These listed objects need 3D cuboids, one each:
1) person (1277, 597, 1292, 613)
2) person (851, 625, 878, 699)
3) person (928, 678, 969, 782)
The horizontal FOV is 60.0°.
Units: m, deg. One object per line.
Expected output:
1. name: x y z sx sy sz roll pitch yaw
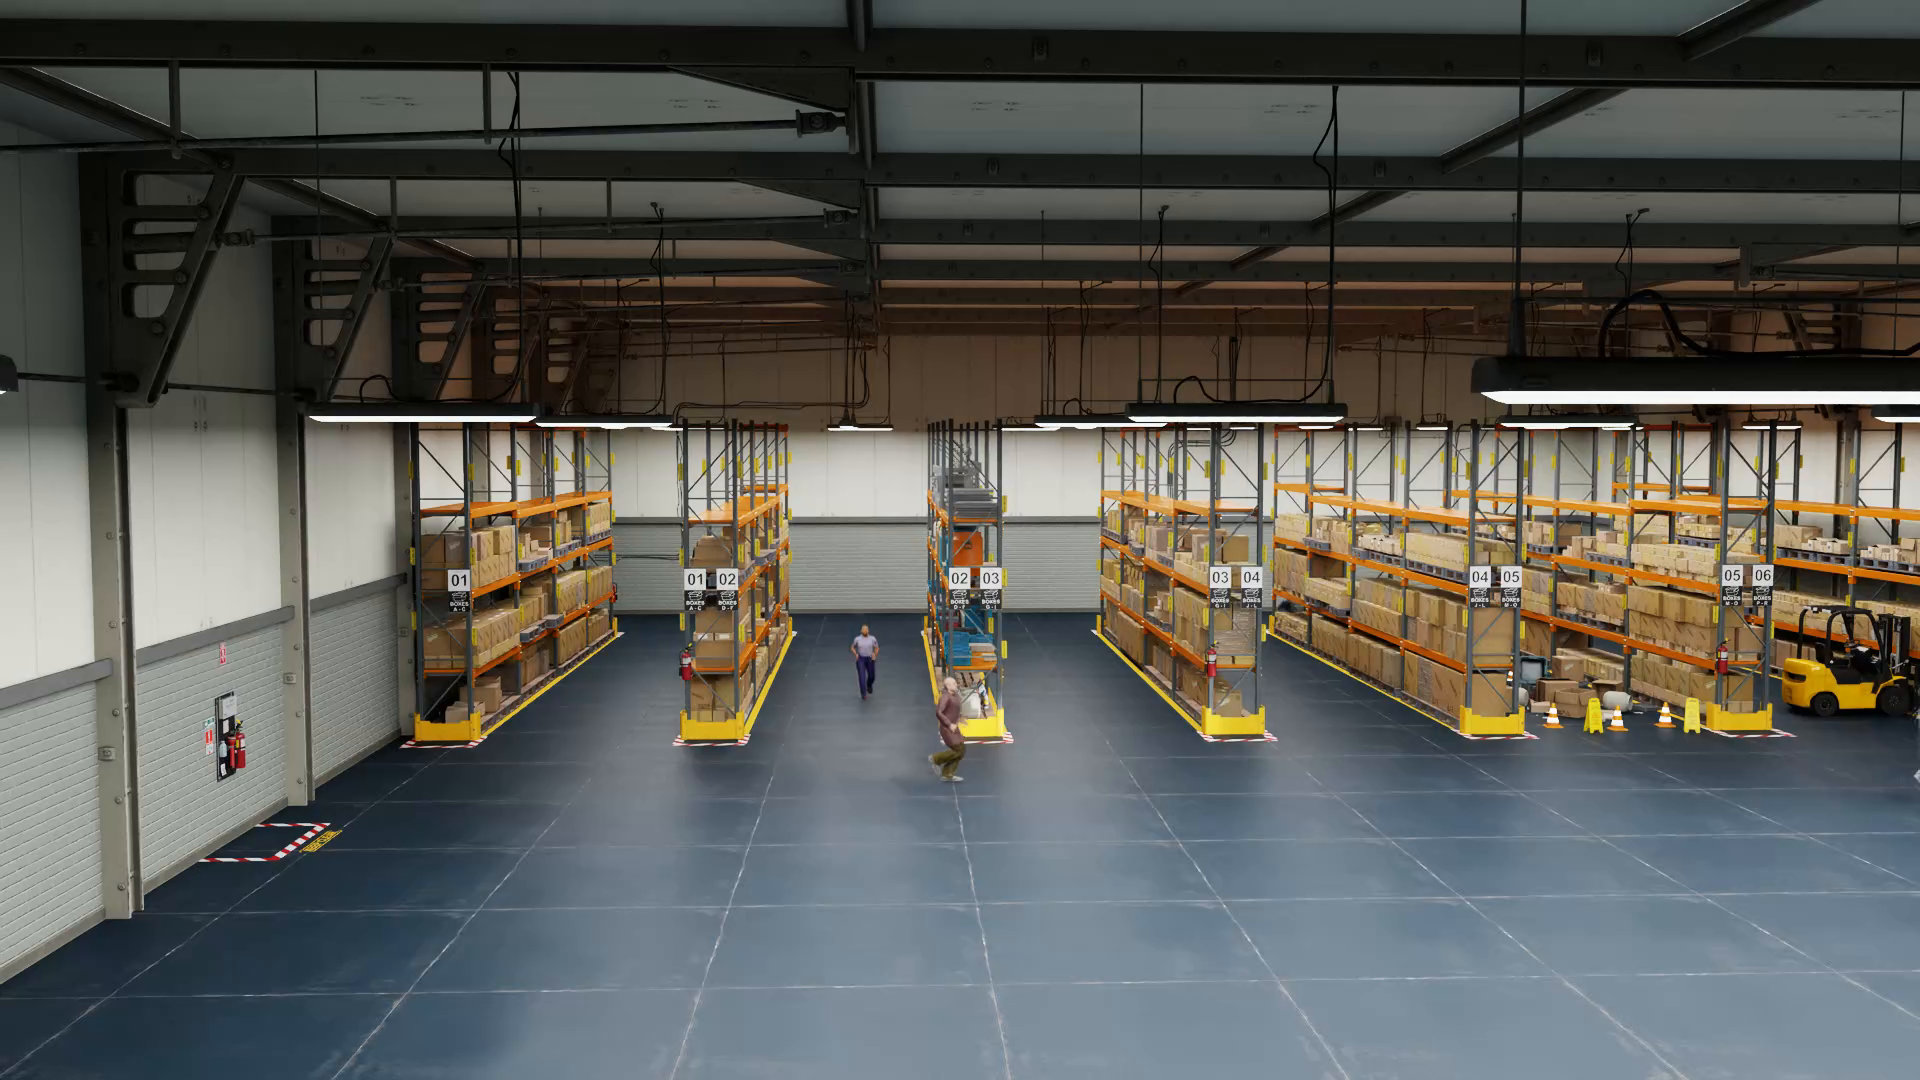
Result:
1. person: 9.632 1.791 49.071 0.710 1.560 0.565 0 4 4
2. person: -2.055 2.624 35.941 0.605 1.593 0.578 -1 4 -8
3. person: -0.189 3.117 27.326 0.642 1.724 0.675 1 4 11
